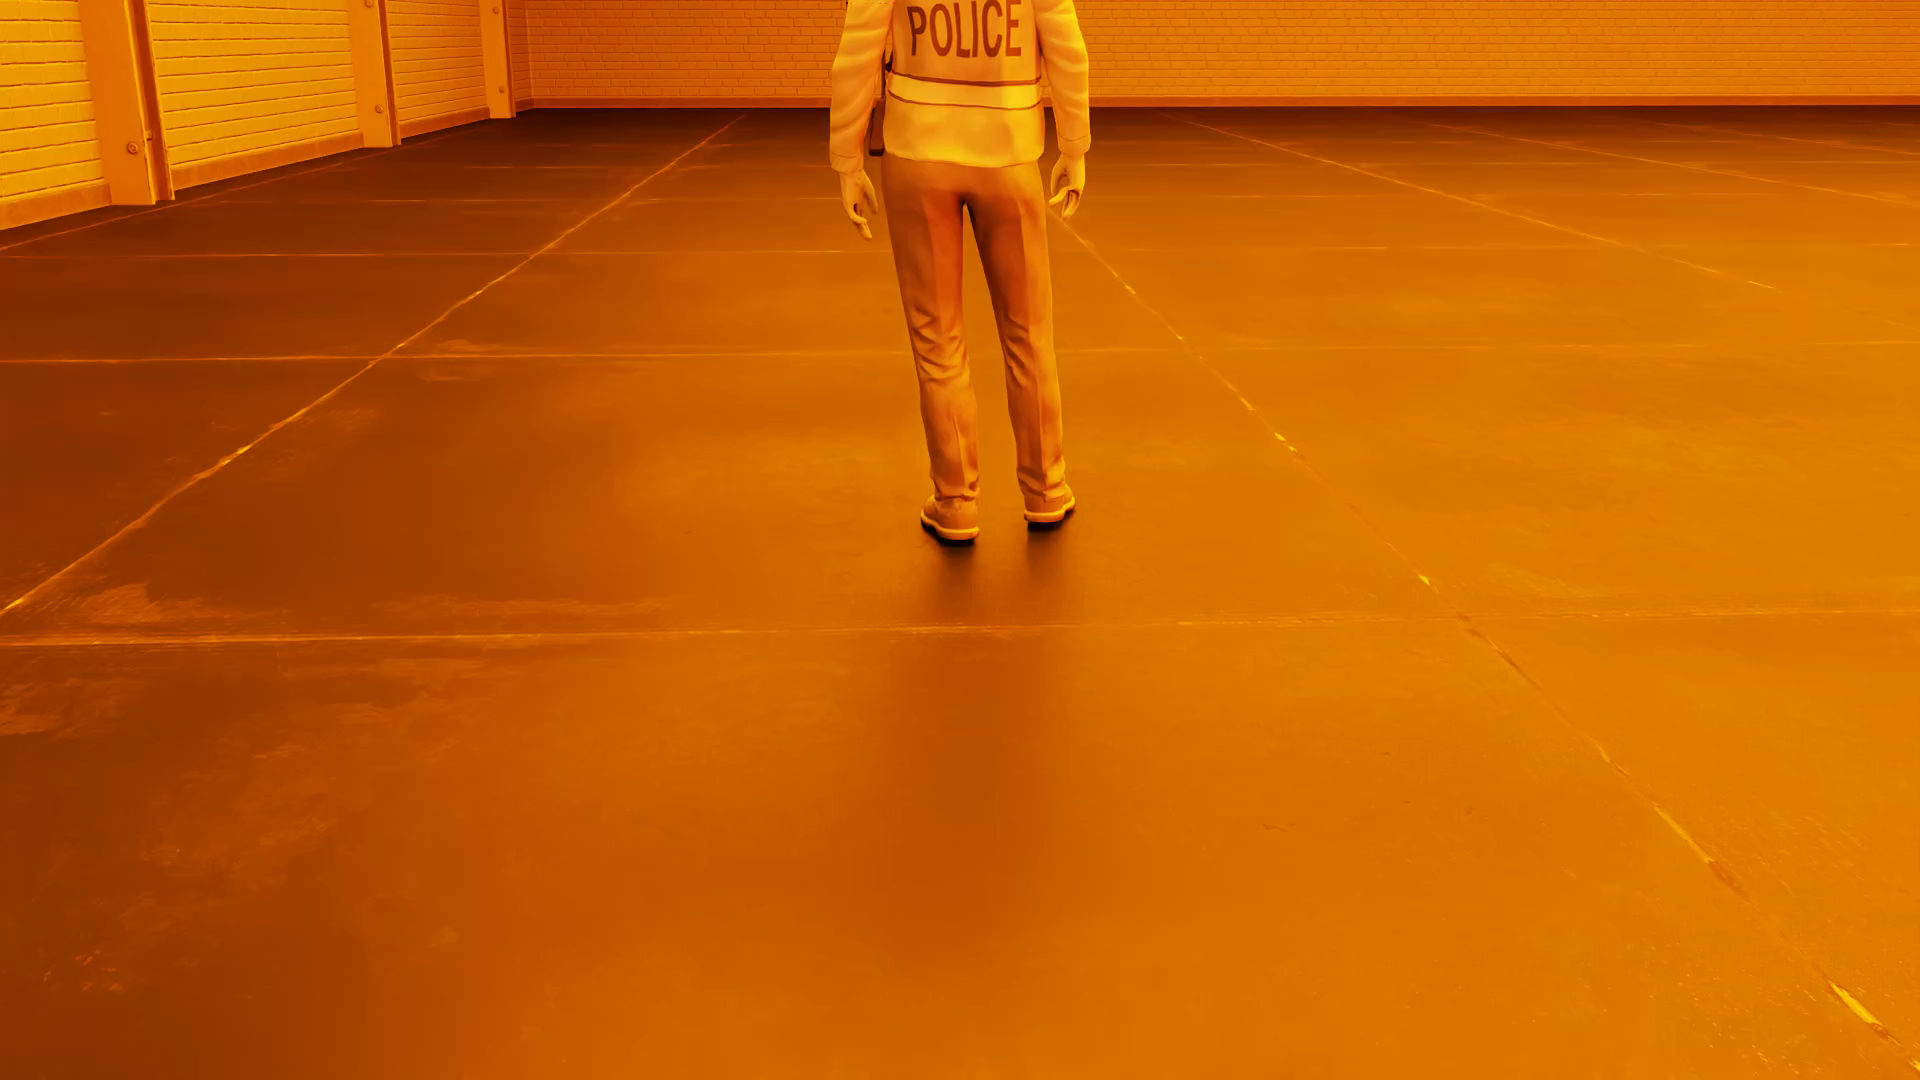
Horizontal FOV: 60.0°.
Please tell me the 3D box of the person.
[{"bbox_3d":[0.003,-0.837,3.732,0.587,1.696,0.534,-1,17,-3],"label":"person"}]
